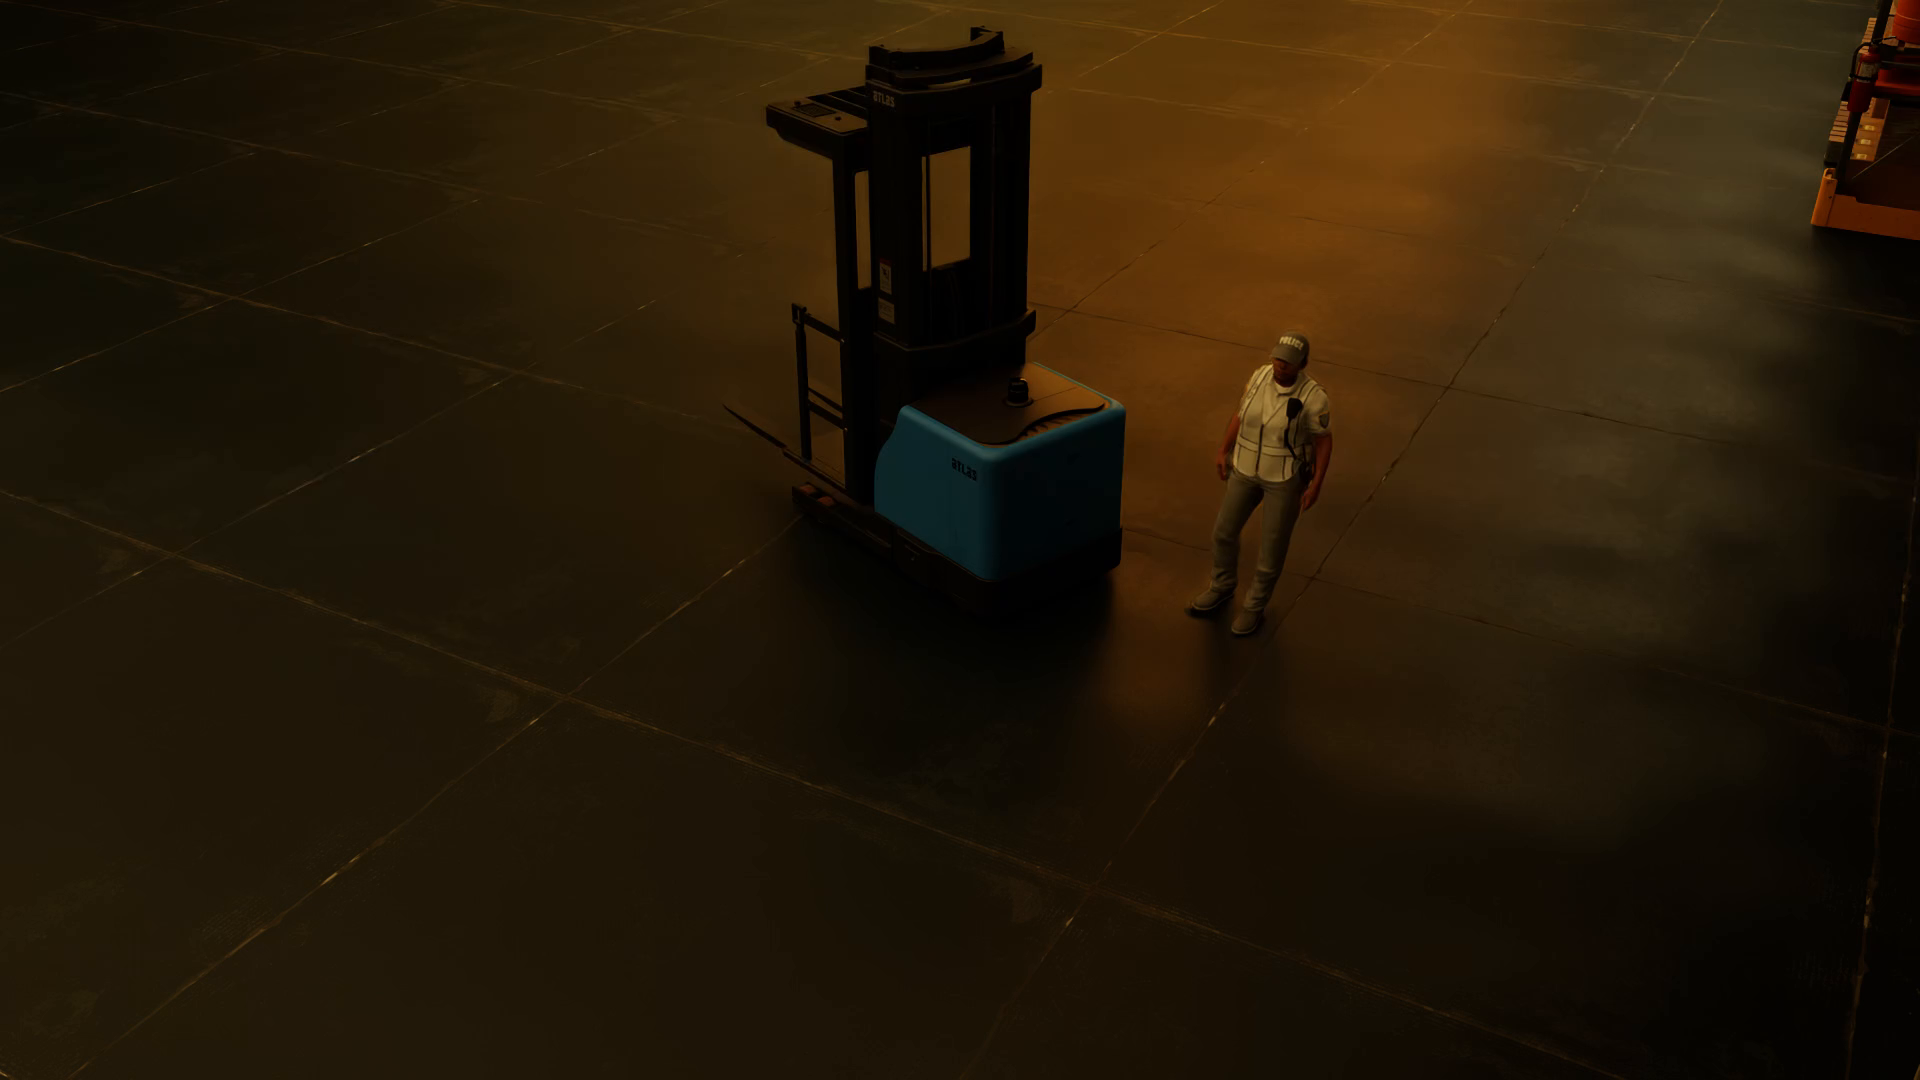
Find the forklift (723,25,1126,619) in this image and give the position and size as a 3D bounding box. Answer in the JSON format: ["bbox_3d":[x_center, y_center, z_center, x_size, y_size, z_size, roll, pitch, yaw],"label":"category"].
[{"bbox_3d":[-0.382,-1.507,9.682,1.130,2.935,3.031,-22,37,-33],"label":"forklift"}]

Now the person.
[{"bbox_3d":[1.616,-0.320,8.904,0.600,1.657,0.549,20,36,31],"label":"person"}]
